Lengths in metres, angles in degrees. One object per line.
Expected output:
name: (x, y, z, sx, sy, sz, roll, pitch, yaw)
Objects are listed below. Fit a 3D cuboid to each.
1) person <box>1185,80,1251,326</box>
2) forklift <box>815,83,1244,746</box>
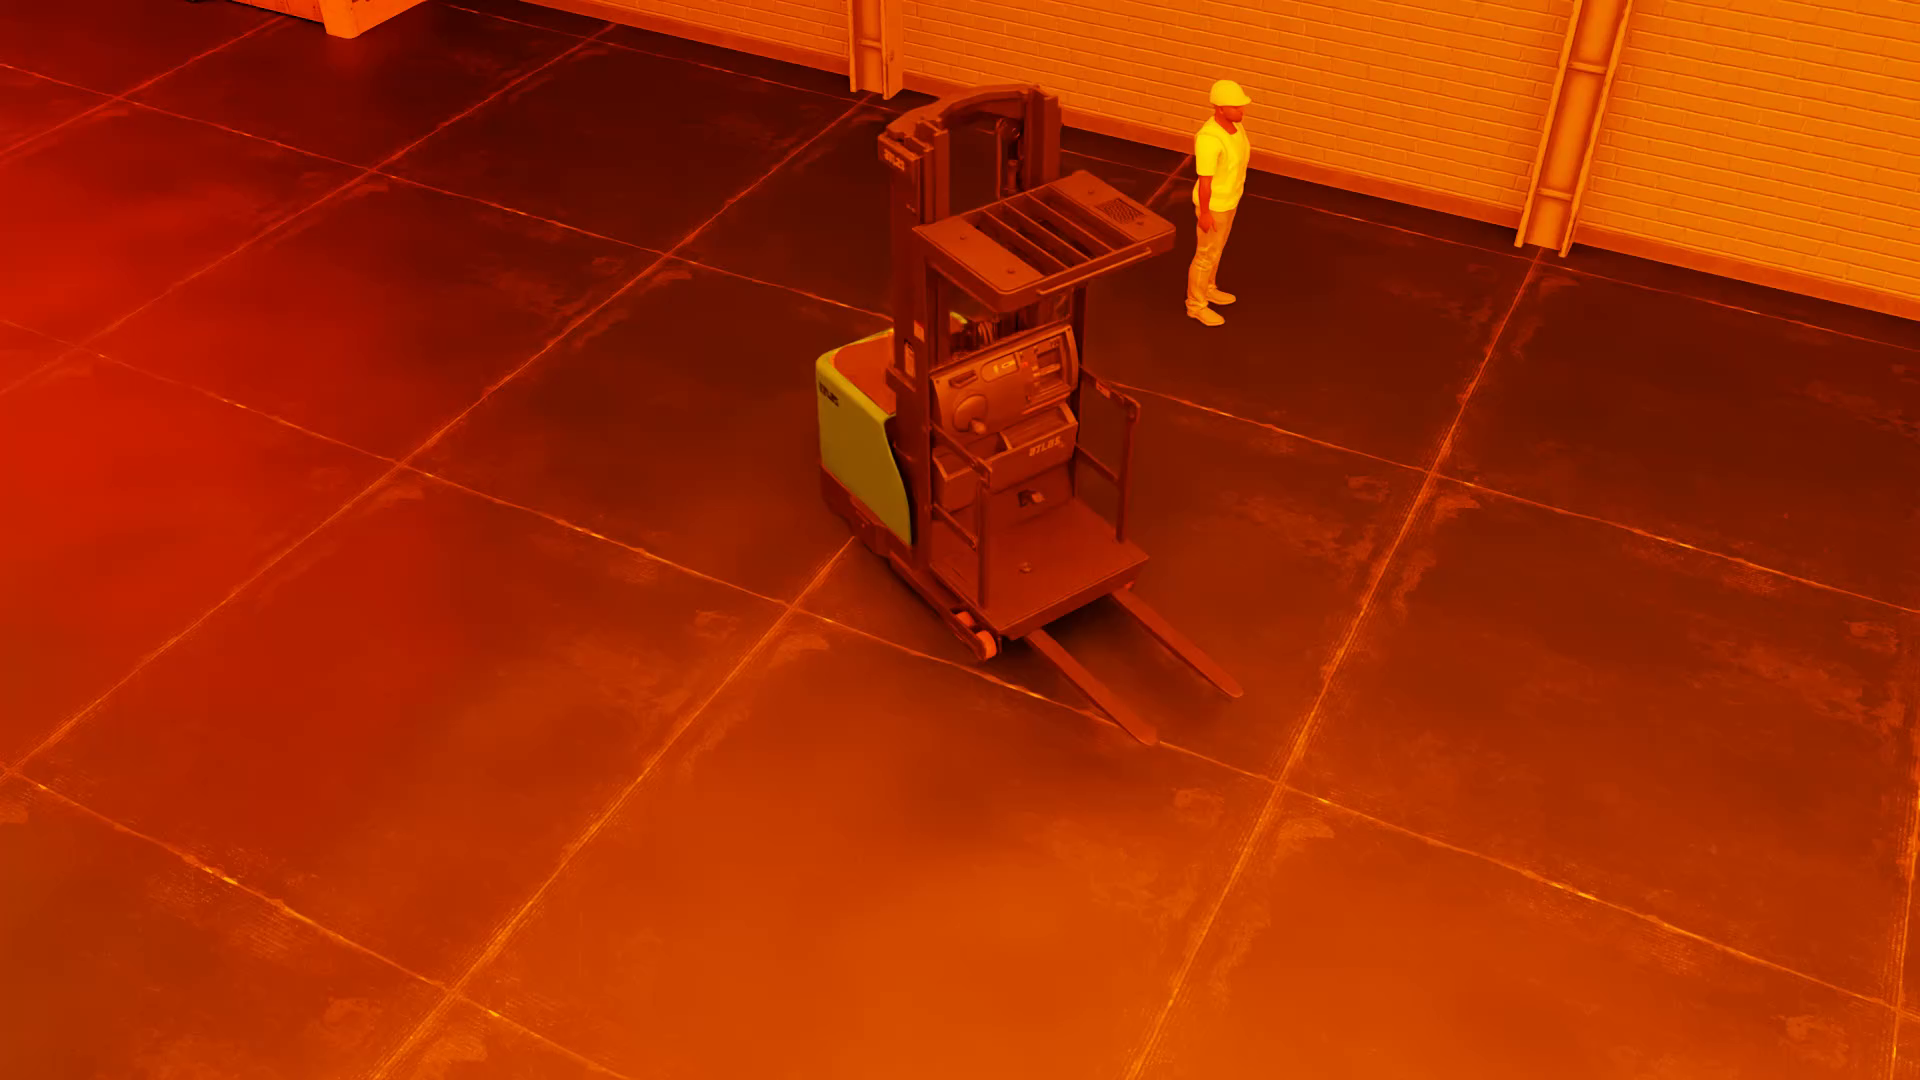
person: (1.834, -2.398, 11.738, 0.373, 1.771, 0.557, 16, 43, 19)
forklift: (0.380, -0.798, 8.934, 1.130, 2.935, 3.031, -25, 46, -26)
